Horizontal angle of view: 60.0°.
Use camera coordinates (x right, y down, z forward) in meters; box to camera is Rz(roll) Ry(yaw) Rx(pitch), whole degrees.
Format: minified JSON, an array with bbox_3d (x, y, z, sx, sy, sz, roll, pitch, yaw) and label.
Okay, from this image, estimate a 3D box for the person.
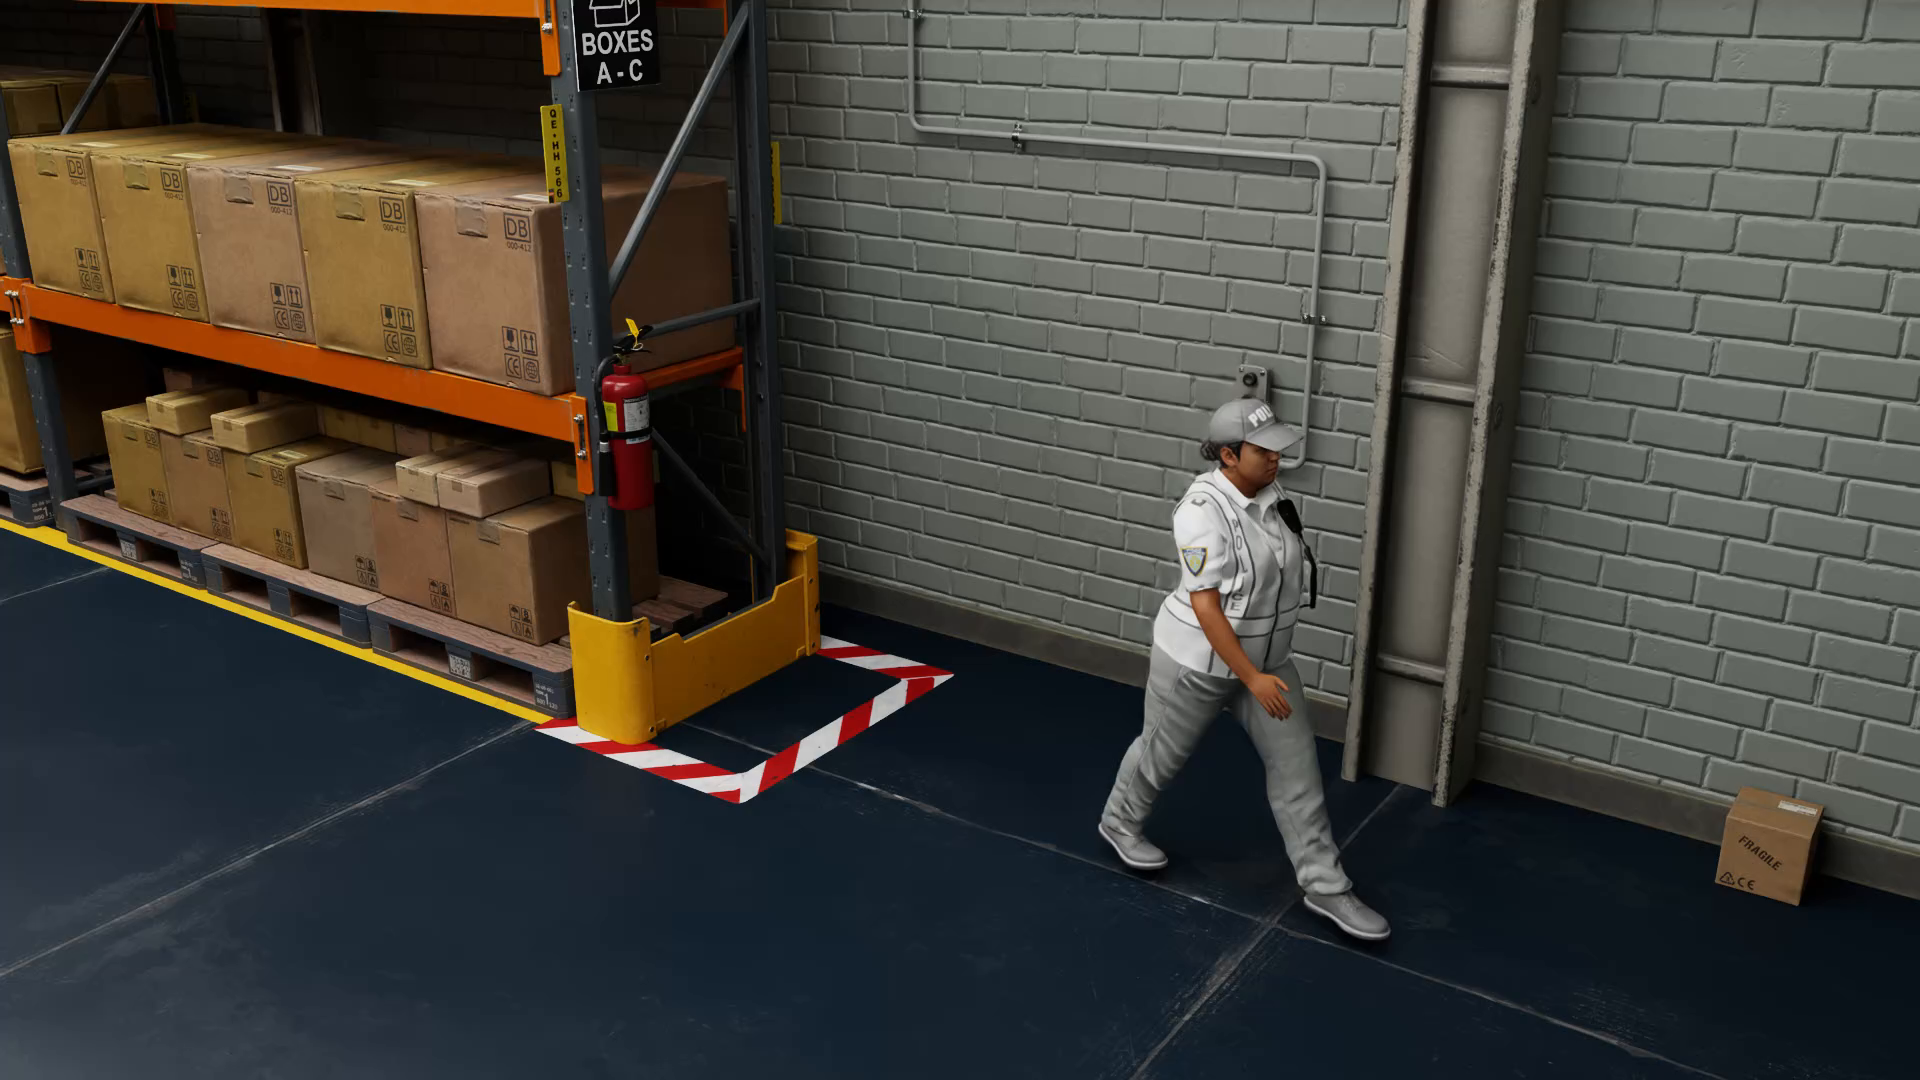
[{"bbox_3d":[0.865,0.364,5.029,0.478,1.602,1.014,-15,25,-35],"label":"person"}]
